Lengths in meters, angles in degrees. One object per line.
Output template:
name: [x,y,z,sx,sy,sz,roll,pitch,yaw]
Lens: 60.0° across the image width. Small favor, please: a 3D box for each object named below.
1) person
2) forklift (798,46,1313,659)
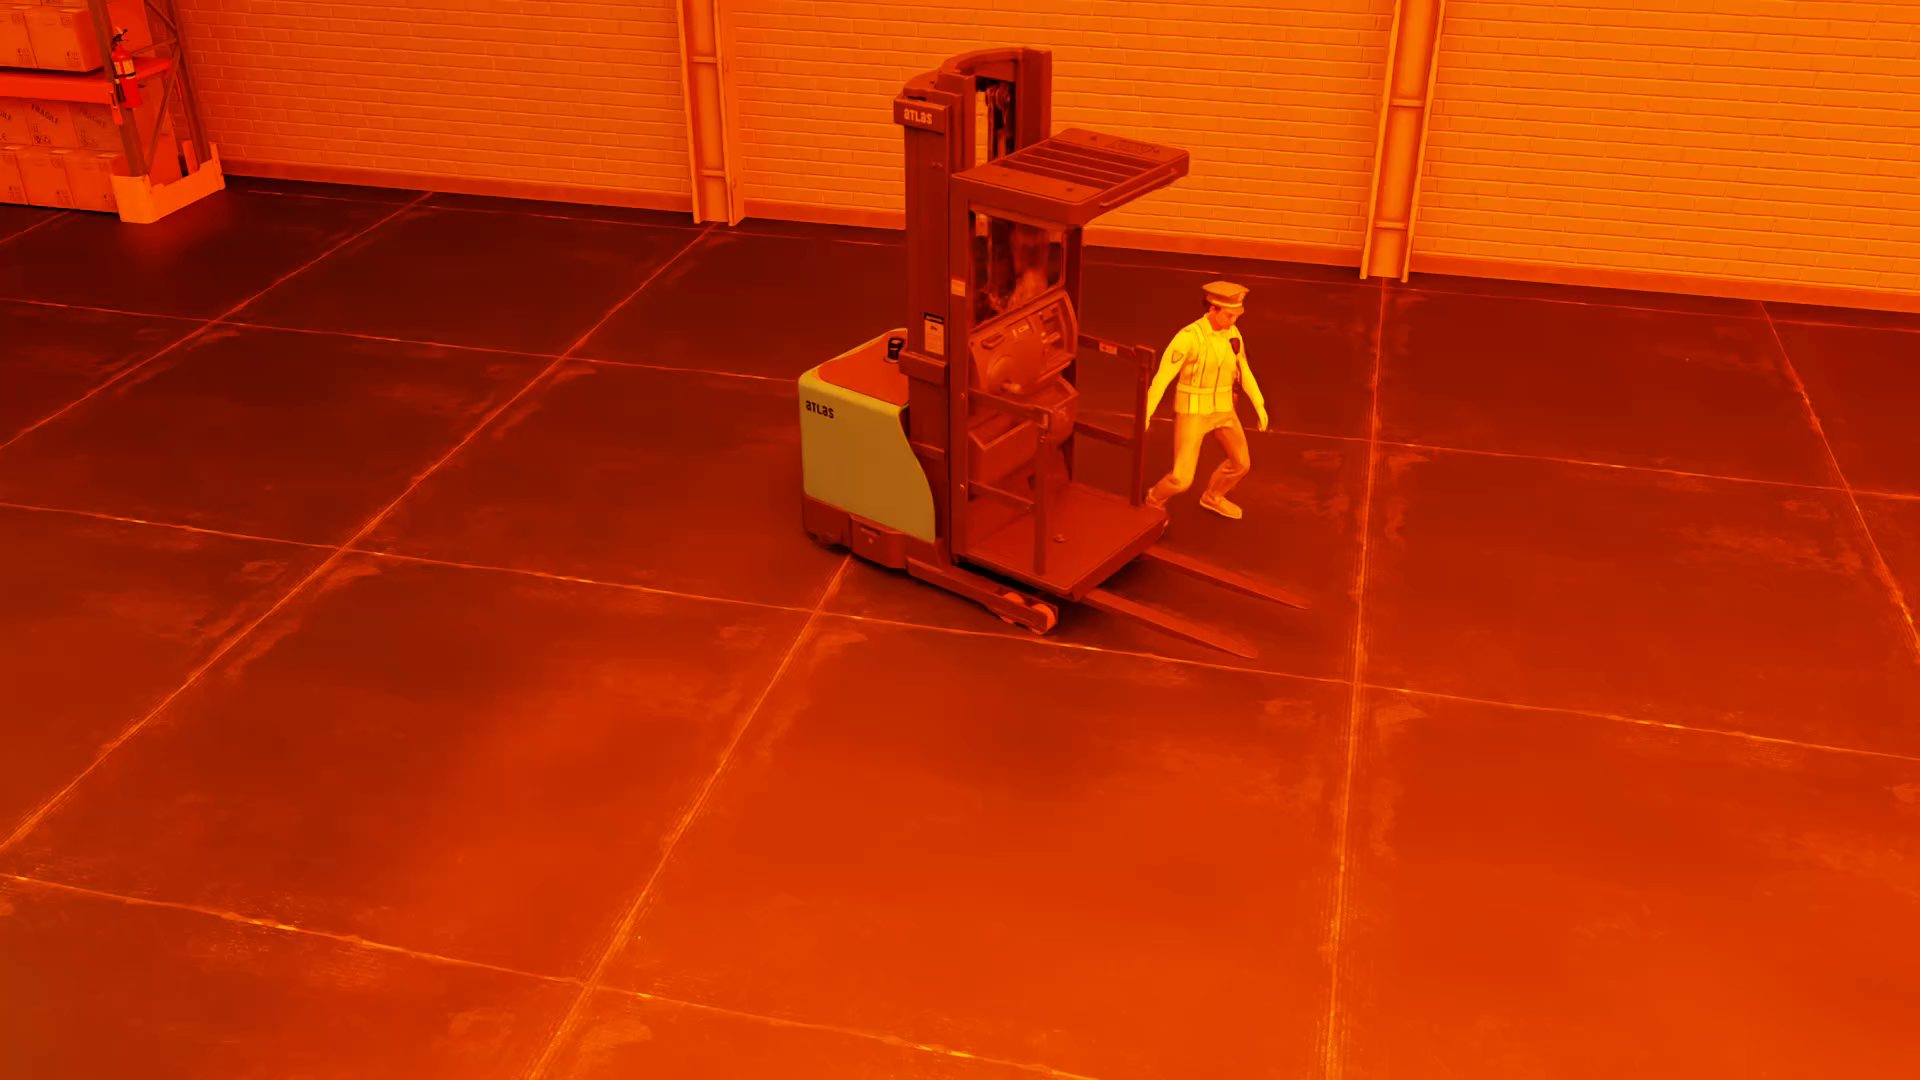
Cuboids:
person: [1.445,-0.765,9.910,0.828,1.585,0.474,-11,31,-19]
forklift: [0.521,-1.049,9.022,3.031,2.935,1.130,21,35,32]
